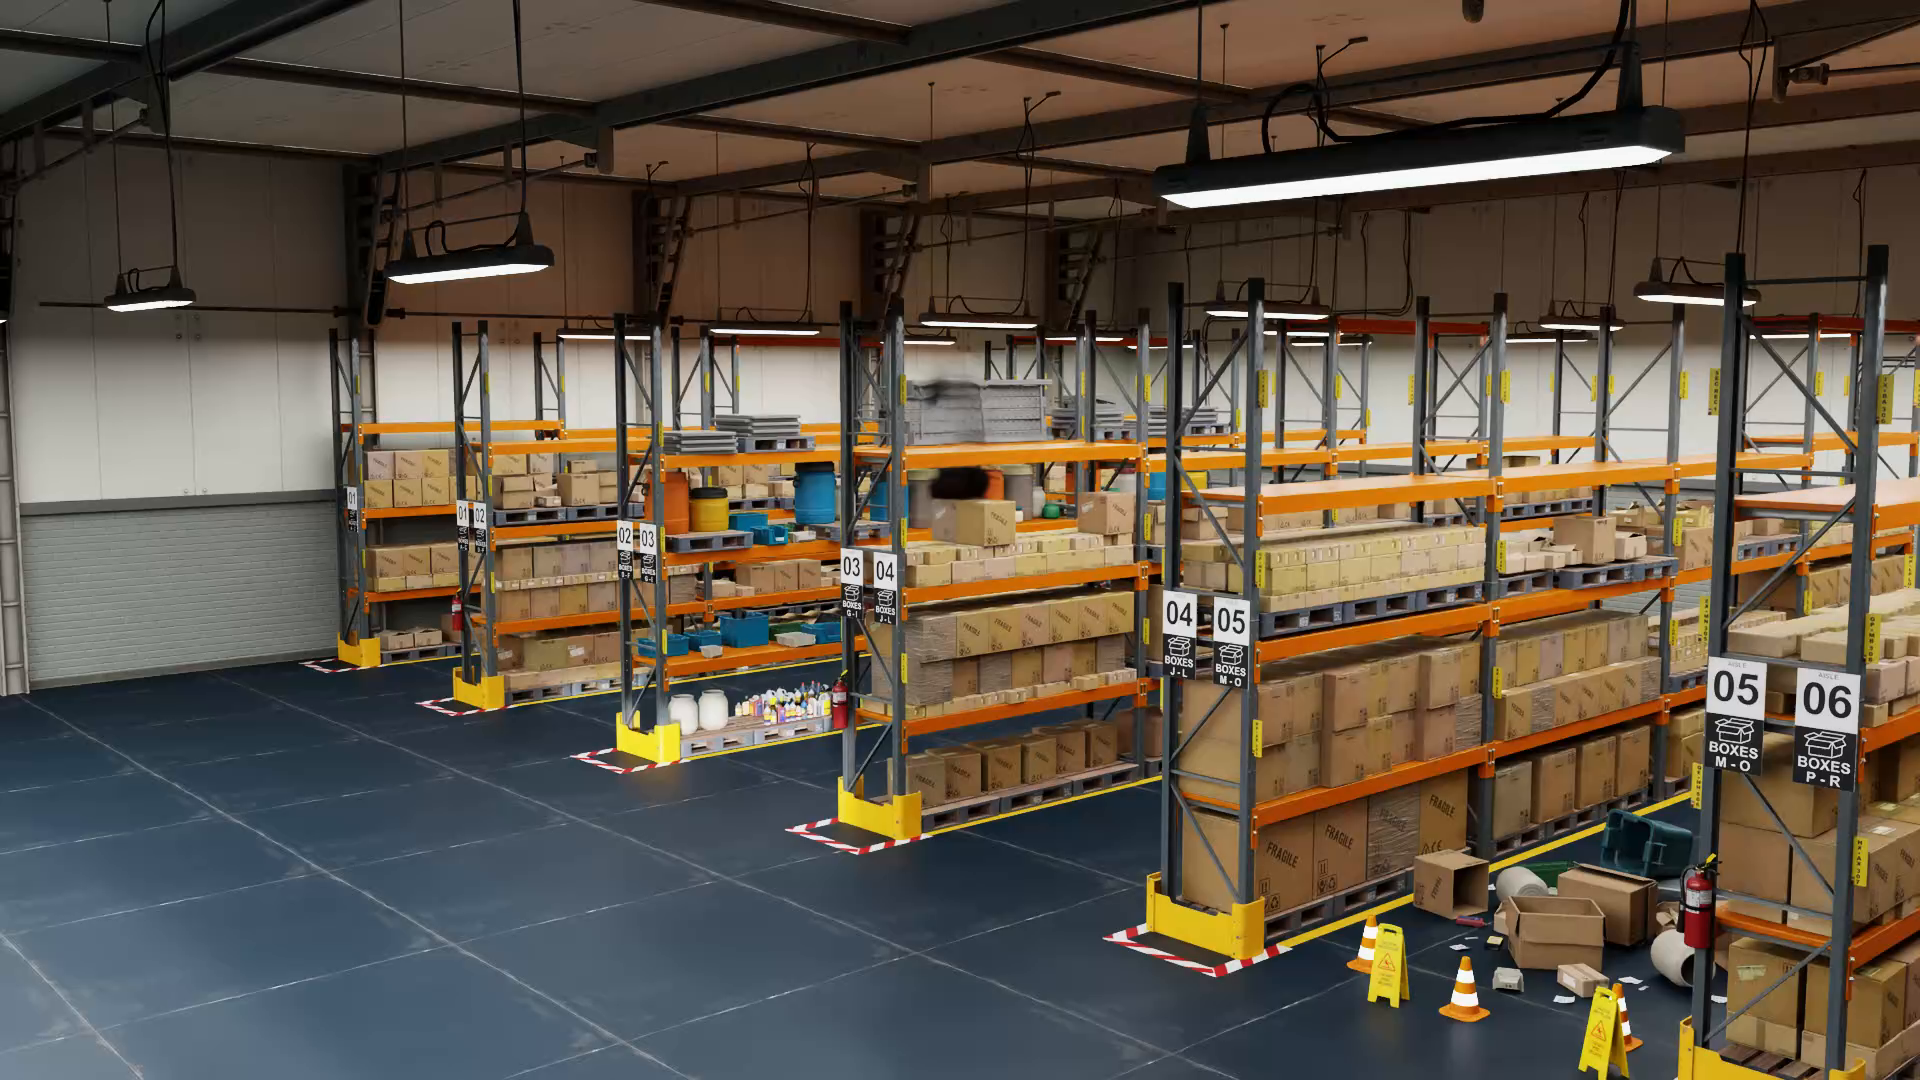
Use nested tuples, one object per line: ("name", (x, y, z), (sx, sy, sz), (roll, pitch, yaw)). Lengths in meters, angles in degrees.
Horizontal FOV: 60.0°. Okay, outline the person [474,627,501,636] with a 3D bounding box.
("person", (-7.902, 1.521, 28.263), (0.632, 1.730, 0.713), (-4, 7, -37))
